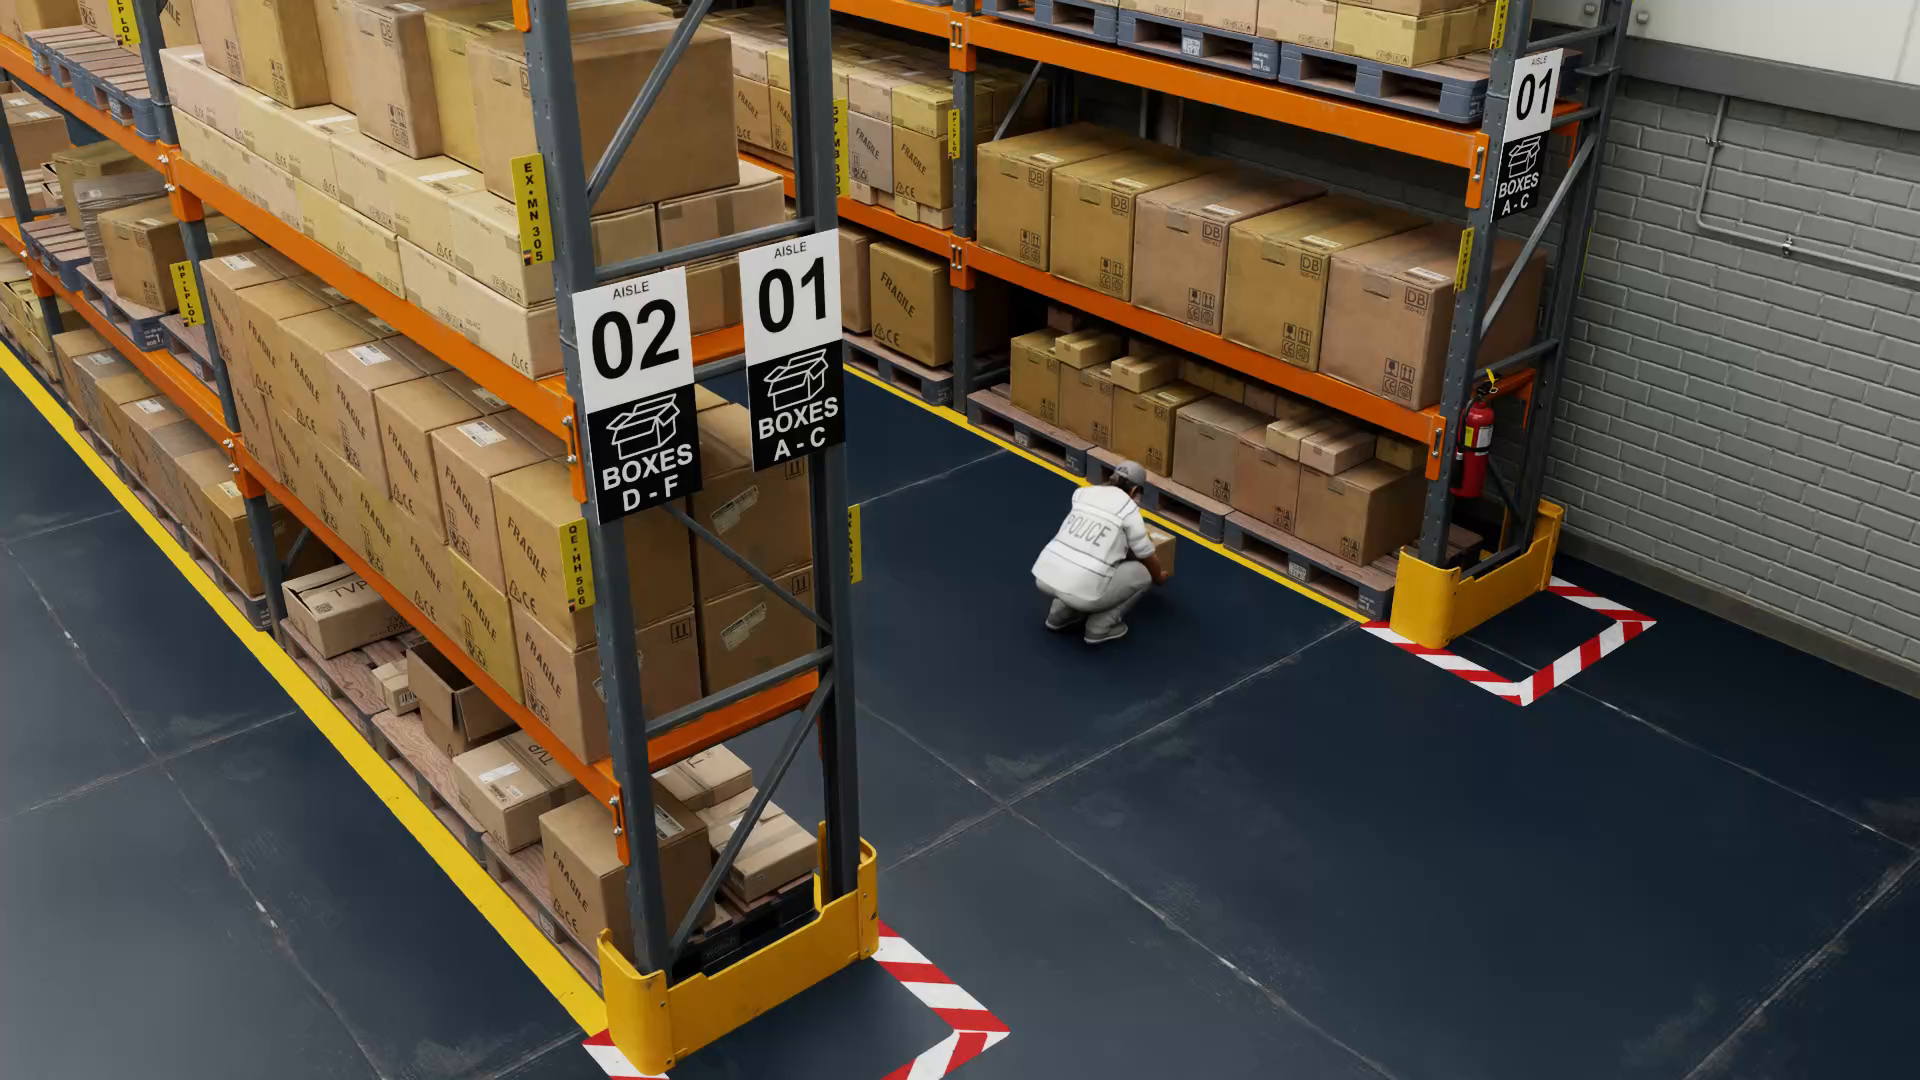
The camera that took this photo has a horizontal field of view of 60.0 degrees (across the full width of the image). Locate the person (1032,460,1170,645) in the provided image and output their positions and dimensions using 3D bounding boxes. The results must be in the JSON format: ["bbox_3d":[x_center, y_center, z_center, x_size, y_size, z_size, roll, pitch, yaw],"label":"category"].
[{"bbox_3d":[0.787,0.071,9.272,0.846,0.938,0.526,-22,35,-35],"label":"person"}]
